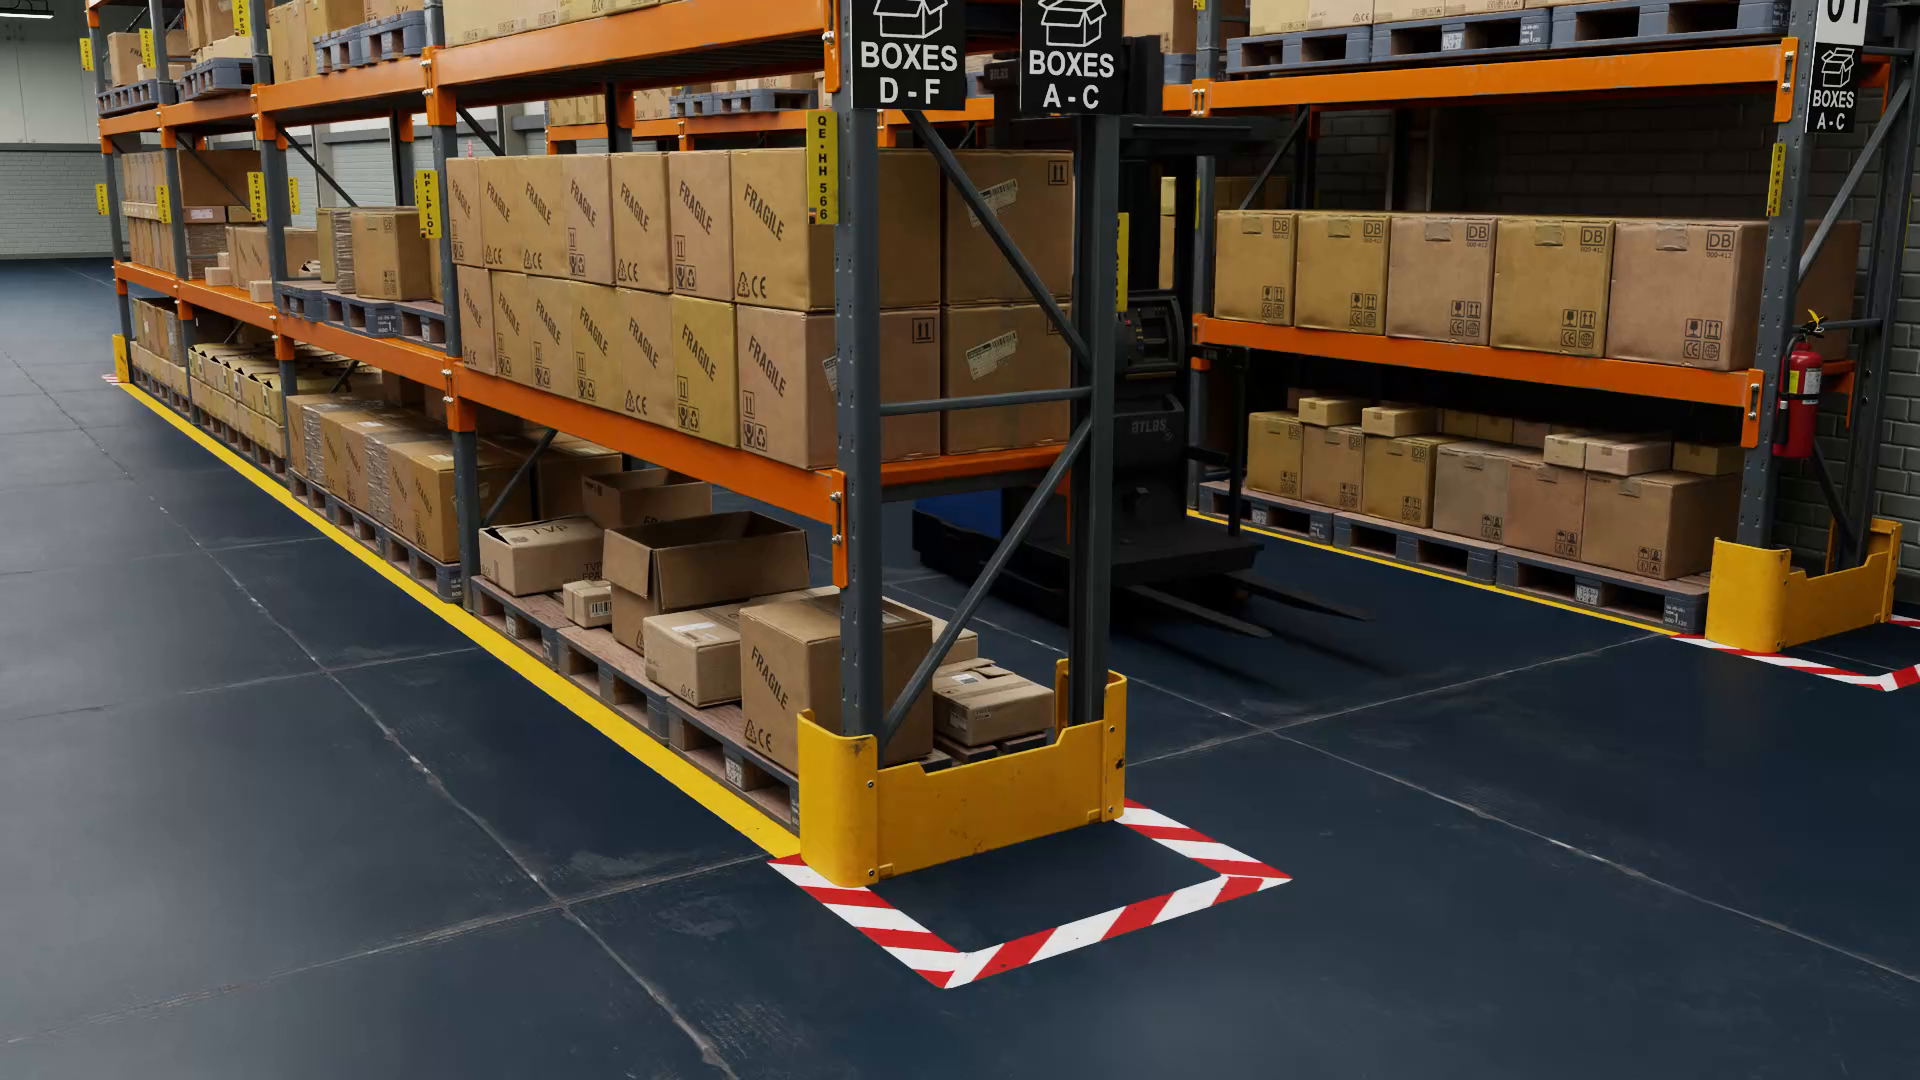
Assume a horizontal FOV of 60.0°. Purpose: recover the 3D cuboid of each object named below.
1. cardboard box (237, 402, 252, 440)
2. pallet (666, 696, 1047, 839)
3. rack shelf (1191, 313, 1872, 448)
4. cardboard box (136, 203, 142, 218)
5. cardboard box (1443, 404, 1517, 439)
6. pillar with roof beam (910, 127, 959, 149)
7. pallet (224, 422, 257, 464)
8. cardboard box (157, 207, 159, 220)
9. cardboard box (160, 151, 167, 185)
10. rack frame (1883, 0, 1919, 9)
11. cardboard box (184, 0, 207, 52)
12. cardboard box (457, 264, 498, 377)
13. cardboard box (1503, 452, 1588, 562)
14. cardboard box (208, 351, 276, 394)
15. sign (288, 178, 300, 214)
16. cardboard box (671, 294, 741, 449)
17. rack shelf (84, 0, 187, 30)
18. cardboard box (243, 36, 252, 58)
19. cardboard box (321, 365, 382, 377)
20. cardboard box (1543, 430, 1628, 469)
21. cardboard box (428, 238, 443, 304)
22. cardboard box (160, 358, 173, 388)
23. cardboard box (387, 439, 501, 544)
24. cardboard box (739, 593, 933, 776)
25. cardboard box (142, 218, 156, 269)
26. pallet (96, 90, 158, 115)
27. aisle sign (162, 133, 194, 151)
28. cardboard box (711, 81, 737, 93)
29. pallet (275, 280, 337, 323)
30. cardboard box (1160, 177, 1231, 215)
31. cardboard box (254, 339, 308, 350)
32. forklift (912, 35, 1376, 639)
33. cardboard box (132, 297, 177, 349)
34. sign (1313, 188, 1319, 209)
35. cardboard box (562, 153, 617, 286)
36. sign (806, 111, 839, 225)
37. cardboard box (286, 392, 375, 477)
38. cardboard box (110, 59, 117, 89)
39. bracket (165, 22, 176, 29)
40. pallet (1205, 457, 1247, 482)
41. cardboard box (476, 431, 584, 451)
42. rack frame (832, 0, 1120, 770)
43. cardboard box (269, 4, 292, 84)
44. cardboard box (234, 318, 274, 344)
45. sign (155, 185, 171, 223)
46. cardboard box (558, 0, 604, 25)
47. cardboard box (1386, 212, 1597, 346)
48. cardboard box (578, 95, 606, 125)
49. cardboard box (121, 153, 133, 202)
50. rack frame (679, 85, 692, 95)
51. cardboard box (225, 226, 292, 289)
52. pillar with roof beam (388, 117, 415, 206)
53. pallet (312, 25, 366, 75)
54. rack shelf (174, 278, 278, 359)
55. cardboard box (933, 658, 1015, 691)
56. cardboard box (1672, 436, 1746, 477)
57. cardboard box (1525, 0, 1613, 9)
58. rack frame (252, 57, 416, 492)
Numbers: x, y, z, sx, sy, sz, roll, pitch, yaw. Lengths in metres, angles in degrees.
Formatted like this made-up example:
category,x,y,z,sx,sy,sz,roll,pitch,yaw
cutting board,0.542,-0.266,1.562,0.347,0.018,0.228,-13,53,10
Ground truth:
category,x,y,z,sx,sy,sz,roll,pitch,yaw
cardboard box,-5.423,-0.968,13.220,0.500,0.250,0.500,-8,15,-31
pallet,-0.416,0.770,6.349,1.003,0.211,1.213,-8,15,-33
rack shelf,3.082,-1.029,9.729,1.077,0.370,4.000,-8,15,-33
cardboard box,-8.185,-3.370,17.000,0.380,0.149,0.250,-9,15,-35
cardboard box,3.111,-0.710,9.937,0.380,0.149,0.250,-8,15,-34
pillar with roof beam,-3.826,-5.202,13.086,9.100,9.000,0.400,-8,15,-33
pallet,-5.460,-0.866,13.828,1.003,0.211,1.213,-8,15,-33
cardboard box,-7.471,-3.142,15.955,0.380,0.149,0.250,-8,15,-33
cardboard box,-7.112,-3.422,15.719,0.700,0.500,0.500,-8,15,-33
rack frame,4.190,-3.955,7.385,1.000,3.000,0.127,-8,15,-33
cardboard box,-6.271,-4.421,14.148,0.500,0.500,0.500,-8,15,-32
cardboard box,-2.092,-1.075,8.022,0.500,0.500,0.500,-8,14,-31
cardboard box,3.442,-0.210,9.170,0.700,0.500,0.500,-8,15,-33
cardboard box,-5.998,-1.423,13.989,0.500,0.311,0.500,-9,15,-35
sign,-6.134,-3.165,15.287,0.100,0.325,0.005,-8,15,-33
cardboard box,-0.697,-0.626,5.968,0.500,0.500,0.500,-8,15,-32
rack shelf,-7.688,-5.311,16.206,1.077,0.370,4.000,-8,15,-33
cardboard box,-4.968,-3.623,12.254,0.500,0.250,0.500,-8,14,-31
cardboard box,-4.708,-1.217,13.044,0.500,0.311,0.500,-9,15,-34
cardboard box,3.354,-0.485,8.907,0.380,0.149,0.250,-8,14,-31
cardboard box,-2.658,-1.629,9.570,0.700,0.500,0.500,-6,14,-24
cardboard box,-7.577,-1.668,16.419,0.500,0.250,0.500,-8,15,-33
cardboard box,-2.927,-0.286,9.468,0.500,0.500,0.500,-8,15,-33
cardboard box,-0.438,0.501,5.871,0.500,0.500,0.500,-8,15,-33
cardboard box,-7.983,-3.066,17.125,0.700,0.500,0.500,-8,15,-32
pallet,-8.426,-4.577,17.454,1.003,0.211,1.213,-8,15,-33
aisle sign,-8.588,-4.600,18.289,0.394,0.787,0.004,-8,15,-33
cardboard box,-2.222,-4.771,16.921,0.500,0.500,0.500,-6,14,-25
pallet,-3.930,-1.654,11.355,1.213,0.211,1.003,-8,15,-33
cardboard box,1.502,-2.359,11.396,0.500,0.250,0.500,-8,14,-31
cardboard box,-6.117,-1.670,15.116,0.500,0.311,0.500,-8,15,-33
forklift,0.883,-1.099,8.526,1.130,2.935,3.031,-7,14,-29
cardboard box,-8.406,-2.301,17.561,0.500,0.500,0.500,-8,15,-33
sign,2.435,-2.264,11.480,0.100,0.325,0.005,-8,15,-33
cardboard box,-1.263,-1.294,6.685,0.500,0.500,0.500,-8,14,-31
sign,-0.405,-1.096,4.900,0.100,0.325,0.005,-8,15,-33
cardboard box,-4.350,-0.739,11.543,0.500,0.500,0.500,-7,14,-30
cardboard box,-8.482,-4.970,17.493,0.797,0.503,0.637,-7,14,-29
bracket,-22.027,-14.326,46.382,0.235,0.232,0.430,-8,15,-33
pallet,1.484,-0.502,12.164,1.003,0.211,1.213,-8,15,-33
cardboard box,-2.518,-0.351,9.768,0.500,0.500,0.500,-8,15,-32
rack frame,0.068,-0.438,5.342,1.000,3.000,0.127,-8,15,-33
cardboard box,-4.094,-3.301,11.180,0.910,0.500,0.500,-8,15,-33
cardboard box,-6.577,-1.920,15.816,0.500,0.500,0.500,-8,15,-33
sign,-7.041,-2.967,14.698,0.100,0.325,0.005,-8,15,-33
cardboard box,-1.255,-2.158,6.540,0.500,0.250,0.500,-8,15,-33
cardboard box,3.072,-1.525,9.614,0.980,0.700,0.700,-9,15,-35
cardboard box,-4.139,-5.114,19.421,0.500,0.500,0.500,-7,14,-30
cardboard box,-8.519,-3.872,17.775,0.700,0.500,0.500,-8,15,-33
rack frame,-2.458,-6.090,17.144,1.000,3.000,0.127,-8,15,-33
cardboard box,-5.876,-2.388,14.028,0.500,0.500,0.500,-7,14,-29
pillar with roof beam,-13.799,-8.403,27.725,9.100,9.000,0.400,-8,15,-33
pallet,-3.028,-2.831,9.704,1.213,0.211,1.003,-8,15,-33
rack shelf,-5.472,-1.865,13.551,1.077,0.370,4.000,-8,15,-33
cardboard box,-0.016,0.572,6.327,0.380,0.166,0.250,-8,15,-33
cardboard box,3.955,-0.440,8.701,0.380,0.149,0.250,-8,15,-32
cardboard box,3.274,-2.862,8.541,0.500,0.250,0.500,-9,15,-35
rack frame,-4.364,-1.860,11.848,1.000,3.000,0.127,-8,15,-33
